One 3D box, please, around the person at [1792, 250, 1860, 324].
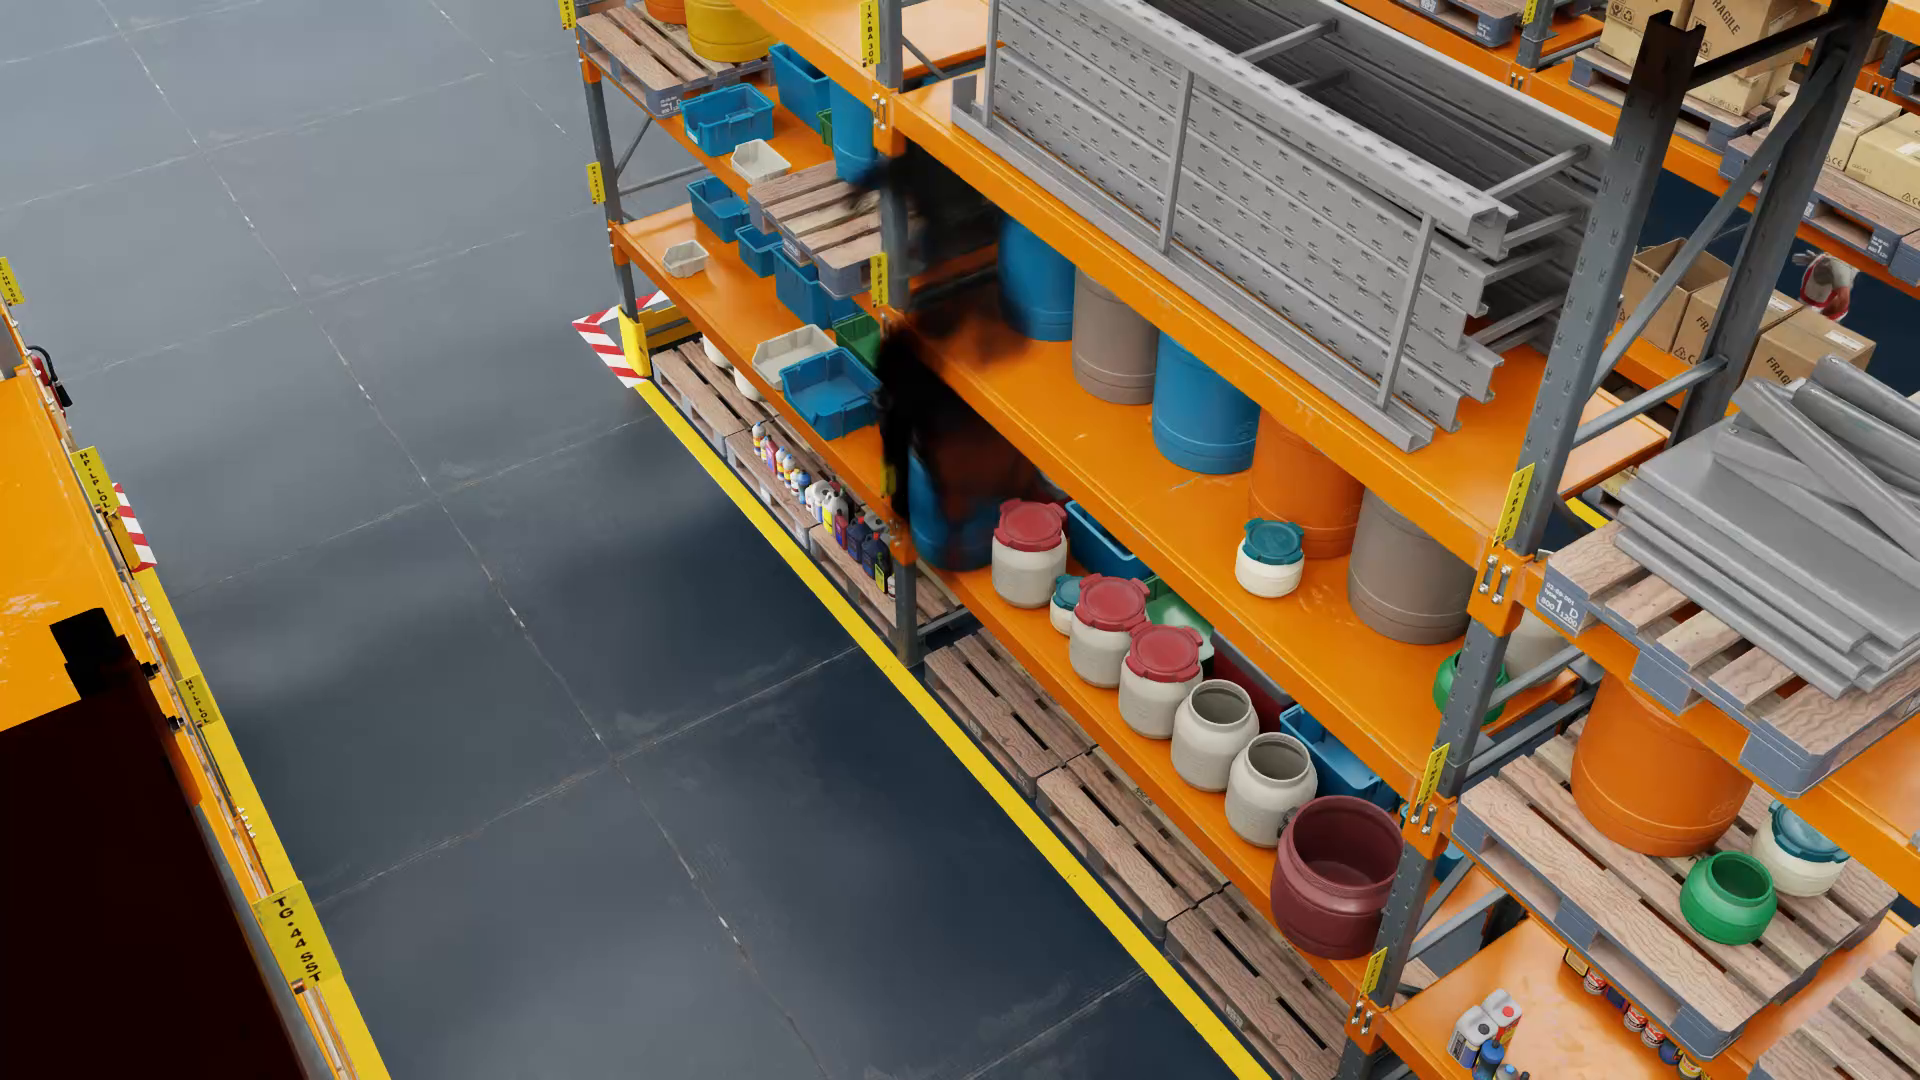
[{"bbox_3d":[6.315,-1.615,12.194,0.654,1.811,0.991,-27,49,-27],"label":"person"}]
